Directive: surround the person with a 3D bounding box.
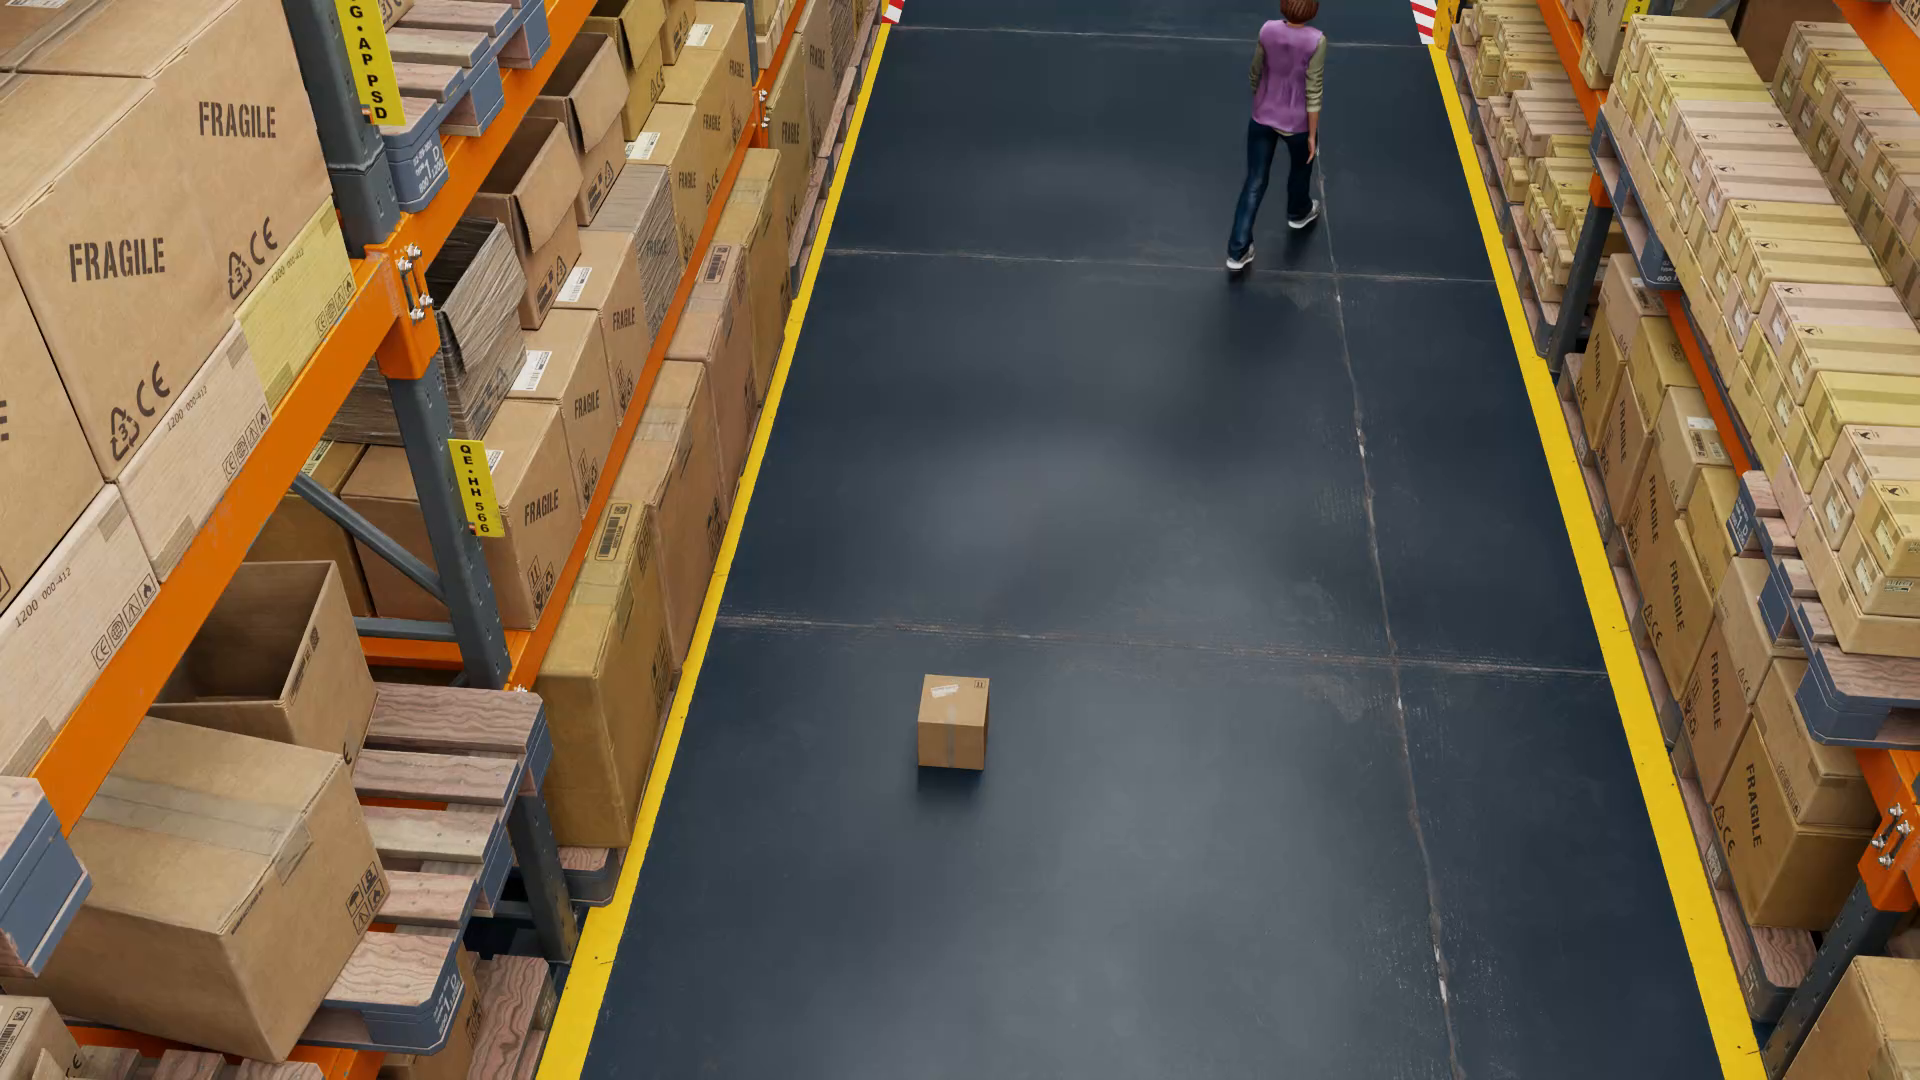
[{"bbox_3d":[1.721,-2.252,8.779,0.449,1.538,0.927,18,44,20],"label":"person"}]
